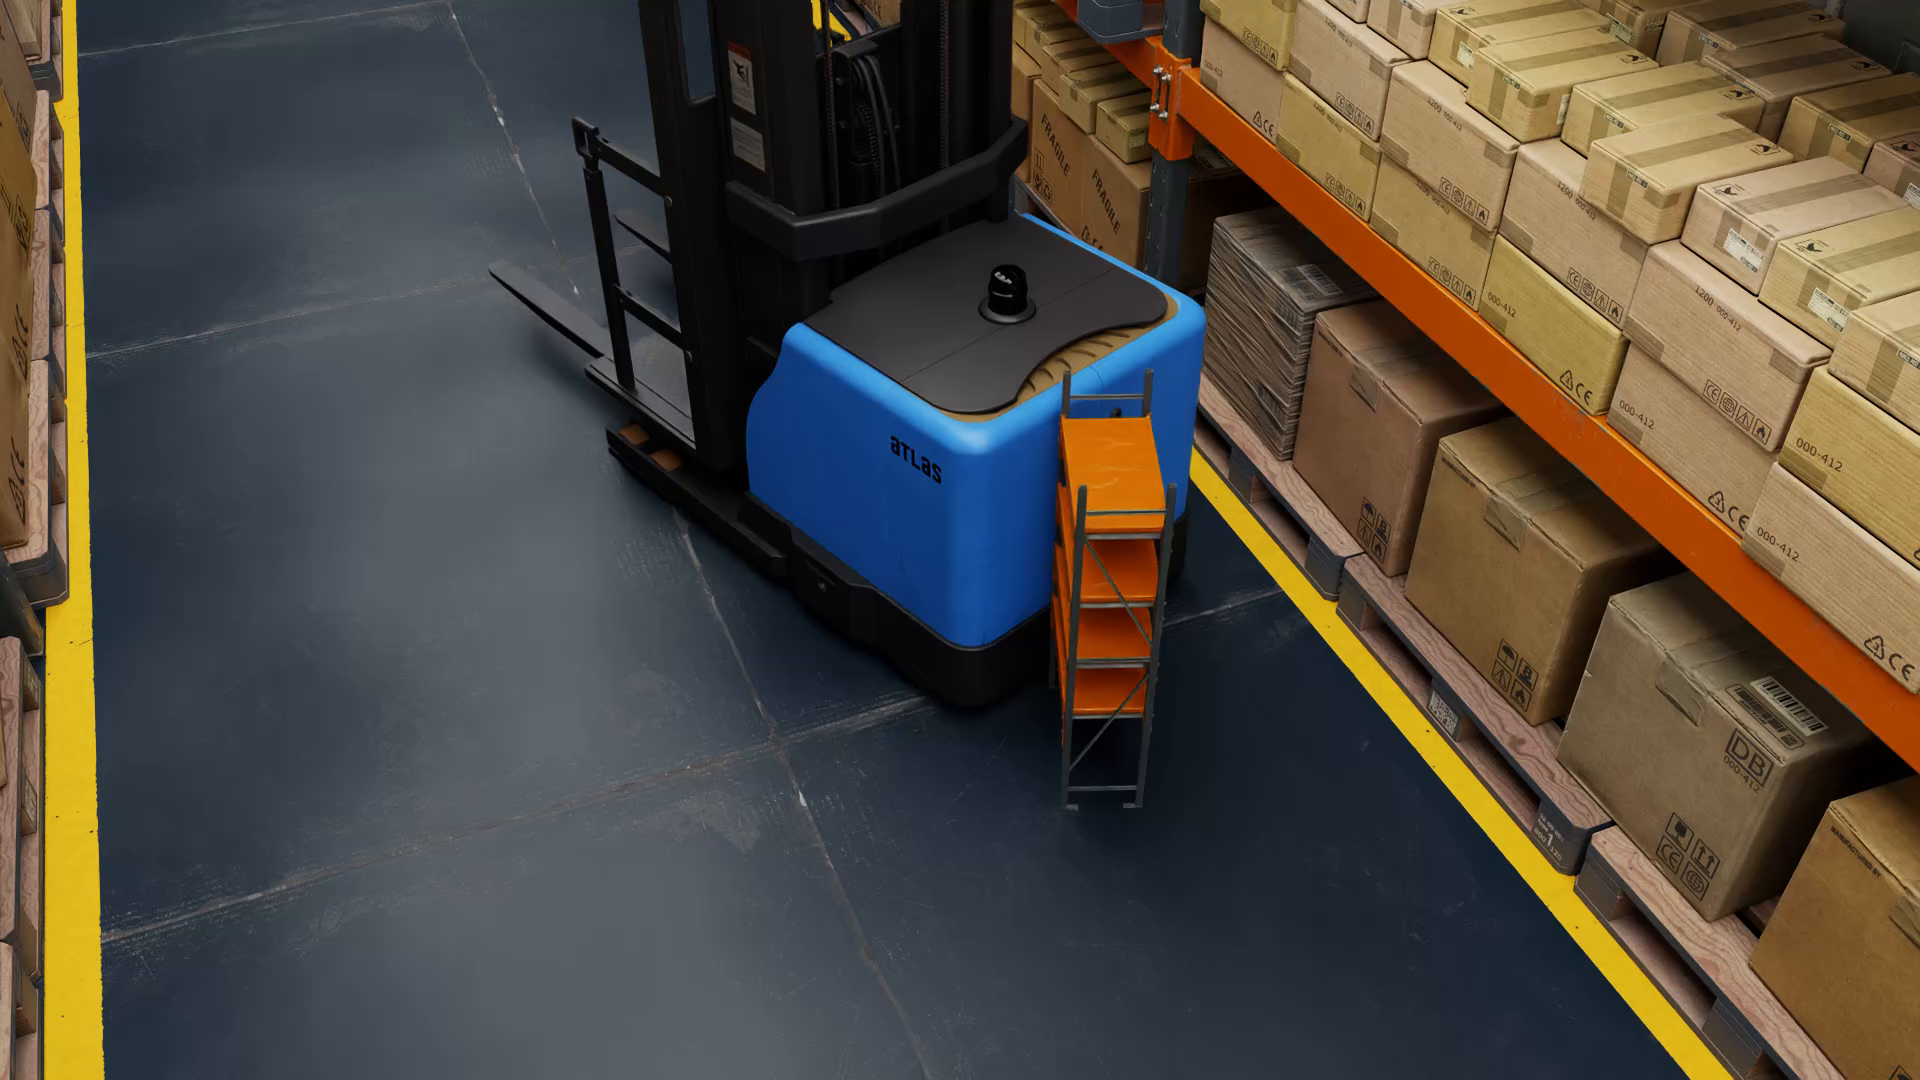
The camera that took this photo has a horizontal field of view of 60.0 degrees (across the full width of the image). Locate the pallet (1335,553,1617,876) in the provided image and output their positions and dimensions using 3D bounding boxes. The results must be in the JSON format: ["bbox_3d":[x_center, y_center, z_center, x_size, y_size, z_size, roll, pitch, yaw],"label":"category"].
[{"bbox_3d":[1.915,0.381,5.145,1.003,0.211,1.213,-15,43,-17],"label":"pallet"}]

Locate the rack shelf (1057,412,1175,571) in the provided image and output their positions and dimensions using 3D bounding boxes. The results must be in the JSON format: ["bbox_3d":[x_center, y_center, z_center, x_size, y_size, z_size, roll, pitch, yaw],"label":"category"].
[{"bbox_3d":[0.403,-0.134,4.382,0.258,0.148,0.480,-1,41,-1],"label":"rack shelf"}]

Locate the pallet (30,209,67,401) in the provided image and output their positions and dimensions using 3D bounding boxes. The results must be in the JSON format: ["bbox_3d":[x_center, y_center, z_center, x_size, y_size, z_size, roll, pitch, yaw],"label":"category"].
[{"bbox_3d":[-4.106,-0.845,6.571,1.003,0.211,1.213,-15,43,-17],"label":"pallet"}]

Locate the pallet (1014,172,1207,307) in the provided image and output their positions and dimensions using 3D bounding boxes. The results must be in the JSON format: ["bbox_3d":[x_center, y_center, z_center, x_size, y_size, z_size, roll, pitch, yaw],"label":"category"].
[{"bbox_3d":[0.922,-1.317,7.120,1.003,0.211,1.213,-15,43,-17],"label":"pallet"}]

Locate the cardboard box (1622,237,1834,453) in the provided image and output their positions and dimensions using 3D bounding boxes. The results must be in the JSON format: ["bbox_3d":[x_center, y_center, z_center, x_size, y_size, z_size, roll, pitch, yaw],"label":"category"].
[{"bbox_3d":[1.886,-0.488,3.749,0.500,0.250,0.500,-14,43,-16],"label":"cardboard box"}]

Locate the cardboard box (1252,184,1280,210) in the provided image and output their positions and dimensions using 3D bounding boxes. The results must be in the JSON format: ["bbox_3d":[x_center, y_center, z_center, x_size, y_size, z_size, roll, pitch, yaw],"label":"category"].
[{"bbox_3d":[1.271,-1.451,6.732,0.500,0.500,0.500,-14,43,-15],"label":"cardboard box"}]

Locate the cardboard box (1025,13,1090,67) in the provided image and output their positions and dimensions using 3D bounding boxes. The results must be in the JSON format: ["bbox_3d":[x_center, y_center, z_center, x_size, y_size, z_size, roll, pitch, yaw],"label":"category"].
[{"bbox_3d":[0.498,-2.104,6.994,0.380,0.149,0.250,-14,43,-16],"label":"cardboard box"}]

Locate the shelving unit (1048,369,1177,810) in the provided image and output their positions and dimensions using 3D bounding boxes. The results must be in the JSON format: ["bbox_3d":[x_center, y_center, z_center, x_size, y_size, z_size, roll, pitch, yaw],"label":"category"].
[{"bbox_3d":[0.403,0.164,4.639,0.258,1.200,0.503,-1,41,-1],"label":"shelving unit"}]

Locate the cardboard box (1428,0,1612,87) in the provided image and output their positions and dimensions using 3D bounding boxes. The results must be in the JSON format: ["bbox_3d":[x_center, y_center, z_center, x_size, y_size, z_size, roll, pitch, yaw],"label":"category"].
[{"bbox_3d":[1.484,-1.327,4.418,0.380,0.149,0.250,-15,43,-16],"label":"cardboard box"}]

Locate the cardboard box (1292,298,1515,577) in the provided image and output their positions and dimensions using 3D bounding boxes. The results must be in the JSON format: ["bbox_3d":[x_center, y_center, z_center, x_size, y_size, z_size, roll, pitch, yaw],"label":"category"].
[{"bbox_3d":[1.656,-0.404,5.418,0.875,0.625,0.625,-14,43,-15],"label":"cardboard box"}]

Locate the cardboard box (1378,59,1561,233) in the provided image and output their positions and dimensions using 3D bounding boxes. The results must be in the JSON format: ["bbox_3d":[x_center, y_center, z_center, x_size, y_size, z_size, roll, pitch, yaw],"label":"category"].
[{"bbox_3d":[1.491,-1.098,4.458,0.500,0.250,0.500,-16,43,-18],"label":"cardboard box"}]

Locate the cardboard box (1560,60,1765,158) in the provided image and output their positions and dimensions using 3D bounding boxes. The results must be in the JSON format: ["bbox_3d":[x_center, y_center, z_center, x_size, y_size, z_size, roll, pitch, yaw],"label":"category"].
[{"bbox_3d":[1.715,-1.026,4.069,0.380,0.149,0.250,-15,43,-17],"label":"cardboard box"}]

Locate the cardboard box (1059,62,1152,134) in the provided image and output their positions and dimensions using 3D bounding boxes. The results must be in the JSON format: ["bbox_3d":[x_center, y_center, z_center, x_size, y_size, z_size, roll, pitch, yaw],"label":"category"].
[{"bbox_3d":[0.617,-1.764,6.598,0.380,0.149,0.250,-17,44,-19],"label":"cardboard box"}]

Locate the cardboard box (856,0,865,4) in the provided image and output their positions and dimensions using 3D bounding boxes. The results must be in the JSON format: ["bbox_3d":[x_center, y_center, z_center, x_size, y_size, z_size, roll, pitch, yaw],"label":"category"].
[{"bbox_3d":[-0.380,-3.189,8.753,0.500,0.500,0.500,-13,42,-15],"label":"cardboard box"}]

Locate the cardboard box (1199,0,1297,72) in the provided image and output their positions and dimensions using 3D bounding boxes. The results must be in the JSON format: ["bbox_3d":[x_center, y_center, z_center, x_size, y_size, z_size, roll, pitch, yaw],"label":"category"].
[{"bbox_3d":[1.094,-1.714,5.174,0.500,0.250,0.500,-15,43,-17],"label":"cardboard box"}]

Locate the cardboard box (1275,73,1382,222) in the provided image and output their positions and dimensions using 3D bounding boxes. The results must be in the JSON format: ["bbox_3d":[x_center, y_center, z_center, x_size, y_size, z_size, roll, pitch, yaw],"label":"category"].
[{"bbox_3d":[1.305,-1.226,4.990,0.500,0.250,0.500,-16,43,-18],"label":"cardboard box"}]

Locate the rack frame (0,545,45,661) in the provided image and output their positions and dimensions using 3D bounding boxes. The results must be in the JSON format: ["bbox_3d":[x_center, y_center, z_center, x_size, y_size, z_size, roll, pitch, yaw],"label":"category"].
[{"bbox_3d":[-3.412,-0.675,4.234,1.000,3.000,0.127,-15,43,-17],"label":"rack frame"}]

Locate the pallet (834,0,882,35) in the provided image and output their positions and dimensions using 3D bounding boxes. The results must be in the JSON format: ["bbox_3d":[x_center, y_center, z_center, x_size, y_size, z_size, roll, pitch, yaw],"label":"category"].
[{"bbox_3d":[-0.011,-2.787,8.829,1.003,0.211,1.213,-15,43,-17],"label":"pallet"}]

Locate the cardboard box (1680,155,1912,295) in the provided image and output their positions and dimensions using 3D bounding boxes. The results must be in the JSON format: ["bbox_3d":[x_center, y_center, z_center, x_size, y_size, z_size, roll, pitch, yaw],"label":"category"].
[{"bbox_3d":[1.851,-0.703,3.692,0.380,0.149,0.250,-15,43,-16],"label":"cardboard box"}]

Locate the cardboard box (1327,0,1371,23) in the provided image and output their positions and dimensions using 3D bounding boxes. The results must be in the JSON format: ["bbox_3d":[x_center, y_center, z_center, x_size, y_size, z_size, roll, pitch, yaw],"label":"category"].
[{"bbox_3d":[1.248,-1.625,4.765,0.380,0.149,0.250,-14,43,-16],"label":"cardboard box"}]

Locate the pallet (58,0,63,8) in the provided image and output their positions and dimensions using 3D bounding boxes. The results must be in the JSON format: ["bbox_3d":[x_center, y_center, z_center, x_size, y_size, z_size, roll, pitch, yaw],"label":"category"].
[{"bbox_3d":[-5.631,-3.241,9.357,1.003,0.211,1.213,-15,43,-17],"label":"pallet"}]

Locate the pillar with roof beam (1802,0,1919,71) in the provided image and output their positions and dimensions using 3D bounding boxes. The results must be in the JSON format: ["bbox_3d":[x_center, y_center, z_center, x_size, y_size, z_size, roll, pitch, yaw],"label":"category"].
[{"bbox_3d":[-1.473,-2.556,1.820,9.100,9.000,0.400,-15,43,-17],"label":"pillar with roof beam"}]

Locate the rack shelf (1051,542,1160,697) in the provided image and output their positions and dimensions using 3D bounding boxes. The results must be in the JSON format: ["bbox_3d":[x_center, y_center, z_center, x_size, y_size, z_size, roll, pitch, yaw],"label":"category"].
[{"bbox_3d":[0.403,0.215,4.683,0.258,0.148,0.480,-1,41,-1],"label":"rack shelf"}]

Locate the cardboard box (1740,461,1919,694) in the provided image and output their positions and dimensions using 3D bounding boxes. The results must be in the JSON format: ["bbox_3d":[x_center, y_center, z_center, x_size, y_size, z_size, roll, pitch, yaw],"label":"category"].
[{"bbox_3d":[2.072,0.011,3.551,0.500,0.250,0.500,-15,43,-17],"label":"cardboard box"}]

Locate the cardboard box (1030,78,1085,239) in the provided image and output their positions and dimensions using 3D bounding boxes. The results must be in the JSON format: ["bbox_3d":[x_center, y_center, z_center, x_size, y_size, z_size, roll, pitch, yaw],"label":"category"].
[{"bbox_3d":[0.631,-1.632,6.943,0.500,0.500,0.500,-16,43,-17],"label":"cardboard box"}]

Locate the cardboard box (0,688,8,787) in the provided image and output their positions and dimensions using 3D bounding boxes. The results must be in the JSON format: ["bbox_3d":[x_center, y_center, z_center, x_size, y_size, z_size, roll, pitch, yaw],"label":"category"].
[{"bbox_3d":[-3.205,0.505,4.555,0.950,0.372,0.625,-18,44,-20],"label":"cardboard box"}]

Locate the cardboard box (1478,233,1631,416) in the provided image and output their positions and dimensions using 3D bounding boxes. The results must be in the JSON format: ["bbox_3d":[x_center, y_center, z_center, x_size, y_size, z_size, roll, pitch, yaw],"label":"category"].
[{"bbox_3d":[1.705,-0.605,4.268,0.500,0.250,0.500,-14,43,-15],"label":"cardboard box"}]

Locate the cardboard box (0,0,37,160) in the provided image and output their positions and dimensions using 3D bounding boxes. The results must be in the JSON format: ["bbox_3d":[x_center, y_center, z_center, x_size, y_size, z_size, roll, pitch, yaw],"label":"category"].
[{"bbox_3d":[-4.631,-2.085,7.181,0.875,0.875,0.875,-14,43,-16],"label":"cardboard box"}]

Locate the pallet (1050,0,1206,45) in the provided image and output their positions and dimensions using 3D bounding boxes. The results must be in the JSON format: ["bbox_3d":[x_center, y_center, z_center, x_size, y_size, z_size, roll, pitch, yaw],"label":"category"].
[{"bbox_3d":[0.849,-2.234,6.194,1.213,0.211,1.003,-15,43,-17],"label":"pallet"}]

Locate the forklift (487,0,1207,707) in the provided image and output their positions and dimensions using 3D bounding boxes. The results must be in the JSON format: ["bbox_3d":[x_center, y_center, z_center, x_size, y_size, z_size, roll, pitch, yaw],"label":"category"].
[{"bbox_3d":[-0.626,-1.475,5.218,1.130,2.935,3.031,-31,50,-31],"label":"forklift"}]

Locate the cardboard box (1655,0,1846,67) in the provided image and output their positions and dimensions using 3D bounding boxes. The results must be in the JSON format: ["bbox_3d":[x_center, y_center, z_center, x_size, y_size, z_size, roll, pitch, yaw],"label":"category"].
[{"bbox_3d":[2.090,-1.316,4.406,0.380,0.149,0.250,-16,43,-18],"label":"cardboard box"}]

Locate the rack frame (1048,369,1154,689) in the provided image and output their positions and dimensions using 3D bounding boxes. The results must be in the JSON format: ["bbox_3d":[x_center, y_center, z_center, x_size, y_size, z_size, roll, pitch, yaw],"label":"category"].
[{"bbox_3d":[0.396,0.005,4.824,0.240,1.200,0.015,-1,41,-1],"label":"rack frame"}]

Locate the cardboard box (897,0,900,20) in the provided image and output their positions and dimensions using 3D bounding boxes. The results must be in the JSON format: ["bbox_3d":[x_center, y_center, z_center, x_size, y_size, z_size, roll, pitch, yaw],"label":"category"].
[{"bbox_3d":[0.020,-2.569,8.032,0.500,0.500,0.500,-16,43,-18],"label":"cardboard box"}]

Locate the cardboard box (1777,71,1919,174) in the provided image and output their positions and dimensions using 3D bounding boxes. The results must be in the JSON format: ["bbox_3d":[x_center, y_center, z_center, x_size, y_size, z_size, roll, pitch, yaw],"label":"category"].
[{"bbox_3d":[2.227,-0.985,4.021,0.380,0.149,0.250,-15,43,-16],"label":"cardboard box"}]

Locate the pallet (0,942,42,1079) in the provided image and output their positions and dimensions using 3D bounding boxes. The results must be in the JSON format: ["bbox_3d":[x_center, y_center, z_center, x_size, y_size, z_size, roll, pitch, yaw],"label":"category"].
[{"bbox_3d":[-2.651,1.587,3.742,1.003,0.211,1.213,-15,43,-17],"label":"pallet"}]

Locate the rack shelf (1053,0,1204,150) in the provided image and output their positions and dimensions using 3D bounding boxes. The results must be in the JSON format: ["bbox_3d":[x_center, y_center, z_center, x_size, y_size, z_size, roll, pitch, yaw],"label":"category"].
[{"bbox_3d":[0.408,-2.848,7.313,1.077,0.370,4.000,-15,43,-17],"label":"rack shelf"}]

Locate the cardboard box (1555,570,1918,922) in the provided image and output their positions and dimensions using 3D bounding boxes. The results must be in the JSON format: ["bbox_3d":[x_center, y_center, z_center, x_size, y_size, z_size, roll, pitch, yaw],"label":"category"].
[{"bbox_3d":[2.204,0.454,4.420,0.875,0.625,0.625,-16,43,-17],"label":"cardboard box"}]

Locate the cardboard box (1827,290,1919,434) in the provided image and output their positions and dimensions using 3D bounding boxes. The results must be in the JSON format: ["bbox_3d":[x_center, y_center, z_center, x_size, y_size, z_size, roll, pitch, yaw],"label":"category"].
[{"bbox_3d":[1.984,-0.377,3.314,0.380,0.149,0.250,-16,43,-18],"label":"cardboard box"}]

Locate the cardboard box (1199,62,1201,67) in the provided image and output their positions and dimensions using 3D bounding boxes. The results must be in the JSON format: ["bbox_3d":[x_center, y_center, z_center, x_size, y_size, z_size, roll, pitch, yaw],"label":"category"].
[{"bbox_3d":[1.185,-1.932,6.793,0.380,0.149,0.250,-14,43,-16],"label":"cardboard box"}]

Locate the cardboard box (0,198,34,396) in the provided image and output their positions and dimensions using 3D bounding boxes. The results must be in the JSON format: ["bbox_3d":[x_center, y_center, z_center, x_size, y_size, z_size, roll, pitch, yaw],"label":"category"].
[{"bbox_3d":[-3.936,-1.004,5.924,0.875,0.875,0.875,-15,43,-16],"label":"cardboard box"}]
